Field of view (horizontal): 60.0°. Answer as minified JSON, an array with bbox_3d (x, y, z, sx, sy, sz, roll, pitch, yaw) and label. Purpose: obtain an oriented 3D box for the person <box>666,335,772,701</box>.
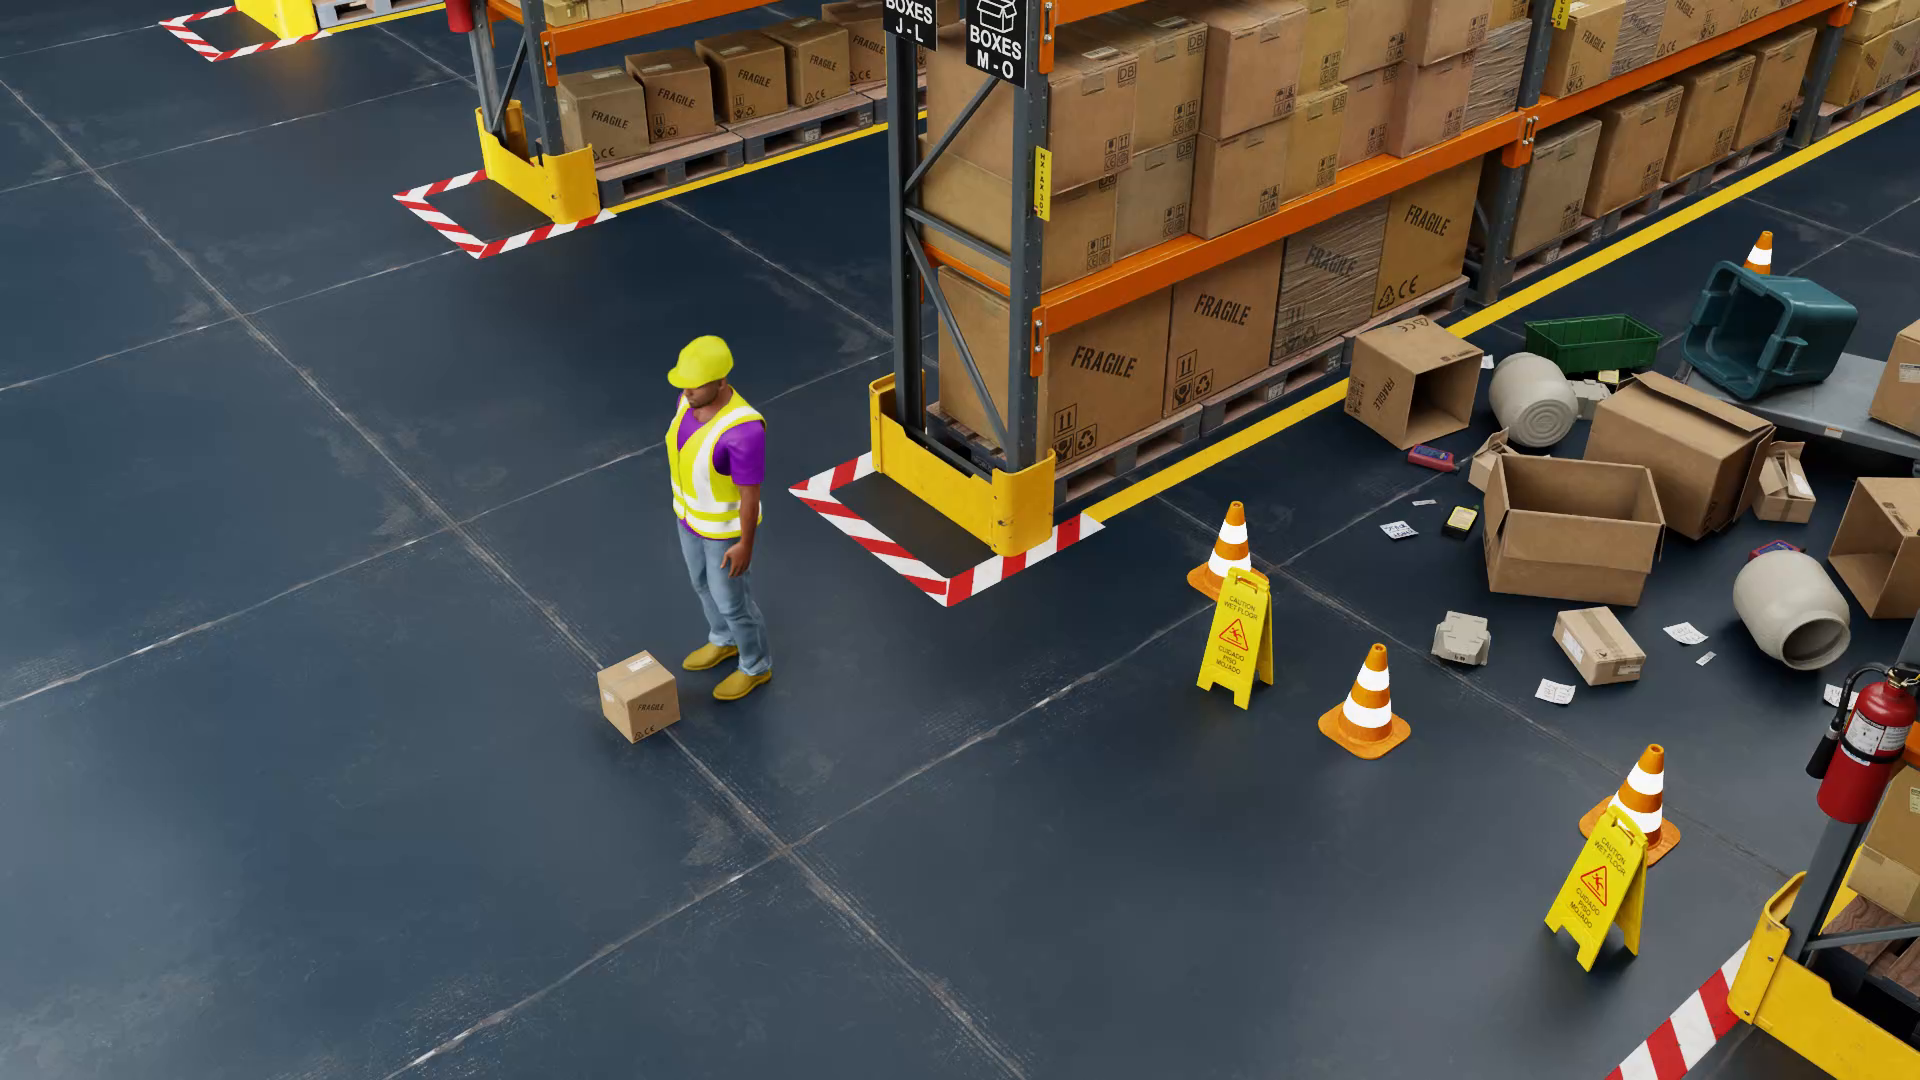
[{"bbox_3d":[-1.040,-0.095,7.193,0.358,1.765,0.563,-25,43,-31],"label":"person"}]
